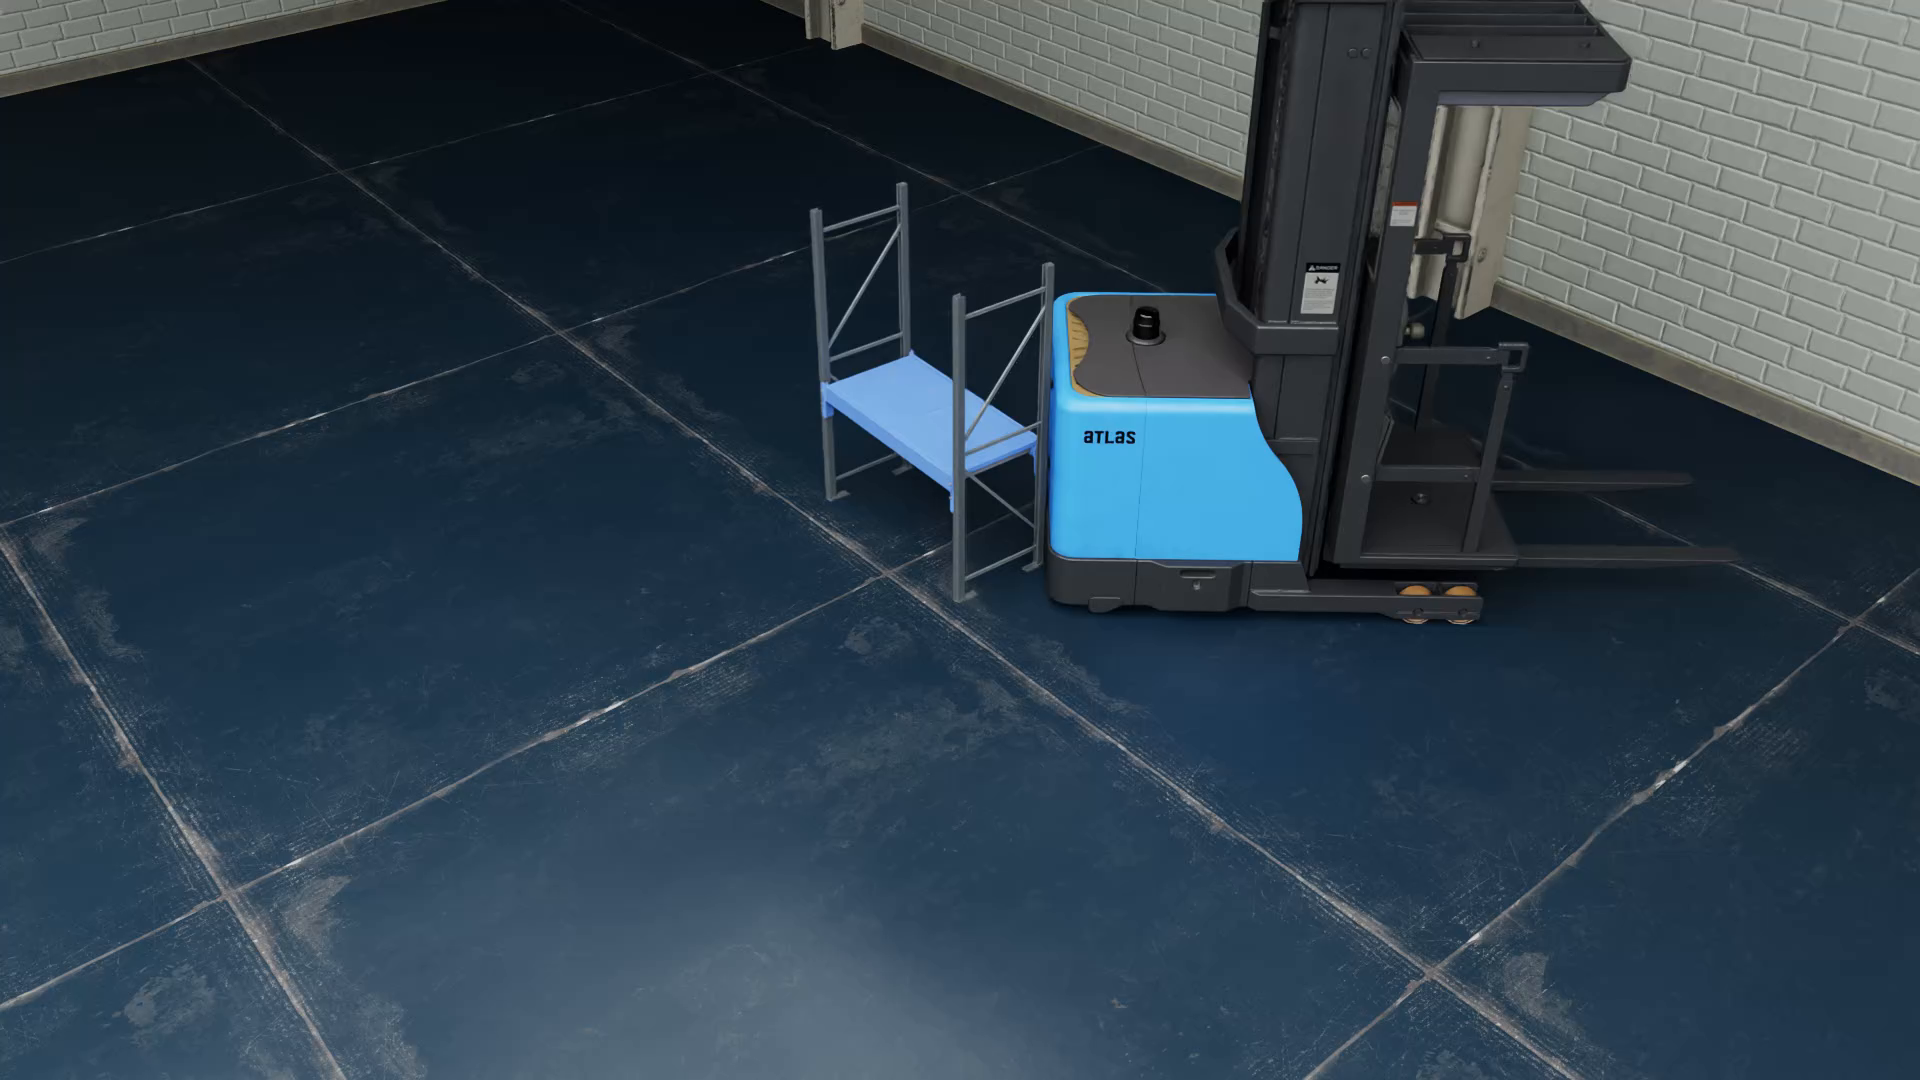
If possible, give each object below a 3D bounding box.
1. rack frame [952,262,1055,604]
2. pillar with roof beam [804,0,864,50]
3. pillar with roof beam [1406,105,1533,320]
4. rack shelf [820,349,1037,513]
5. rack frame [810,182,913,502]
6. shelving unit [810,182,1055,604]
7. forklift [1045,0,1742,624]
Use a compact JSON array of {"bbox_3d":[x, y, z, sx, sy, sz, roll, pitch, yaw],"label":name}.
[{"bbox_3d":[0.177,-0.423,7.050,0.500,1.500,0.032,-24,42,-30],"label":"rack frame"},{"bbox_3d":[-4.298,-6.122,8.607,9.100,9.000,0.400,-26,43,-32],"label":"pillar with roof beam"},{"bbox_3d":[-0.426,-3.472,4.867,9.100,9.000,0.400,-26,43,-32],"label":"pillar with roof beam"},{"bbox_3d":[-0.131,-0.510,7.484,0.538,0.185,1.000,-24,42,-30],"label":"rack shelf"},{"bbox_3d":[-0.439,-0.891,7.710,0.500,1.500,0.032,-24,42,-30],"label":"rack frame"},{"bbox_3d":[-0.131,-0.657,7.380,0.538,1.500,1.048,-24,42,-30],"label":"shelving unit"},{"bbox_3d":[1.903,-1.142,6.826,3.031,2.935,1.130,1,35,1],"label":"forklift"}]
